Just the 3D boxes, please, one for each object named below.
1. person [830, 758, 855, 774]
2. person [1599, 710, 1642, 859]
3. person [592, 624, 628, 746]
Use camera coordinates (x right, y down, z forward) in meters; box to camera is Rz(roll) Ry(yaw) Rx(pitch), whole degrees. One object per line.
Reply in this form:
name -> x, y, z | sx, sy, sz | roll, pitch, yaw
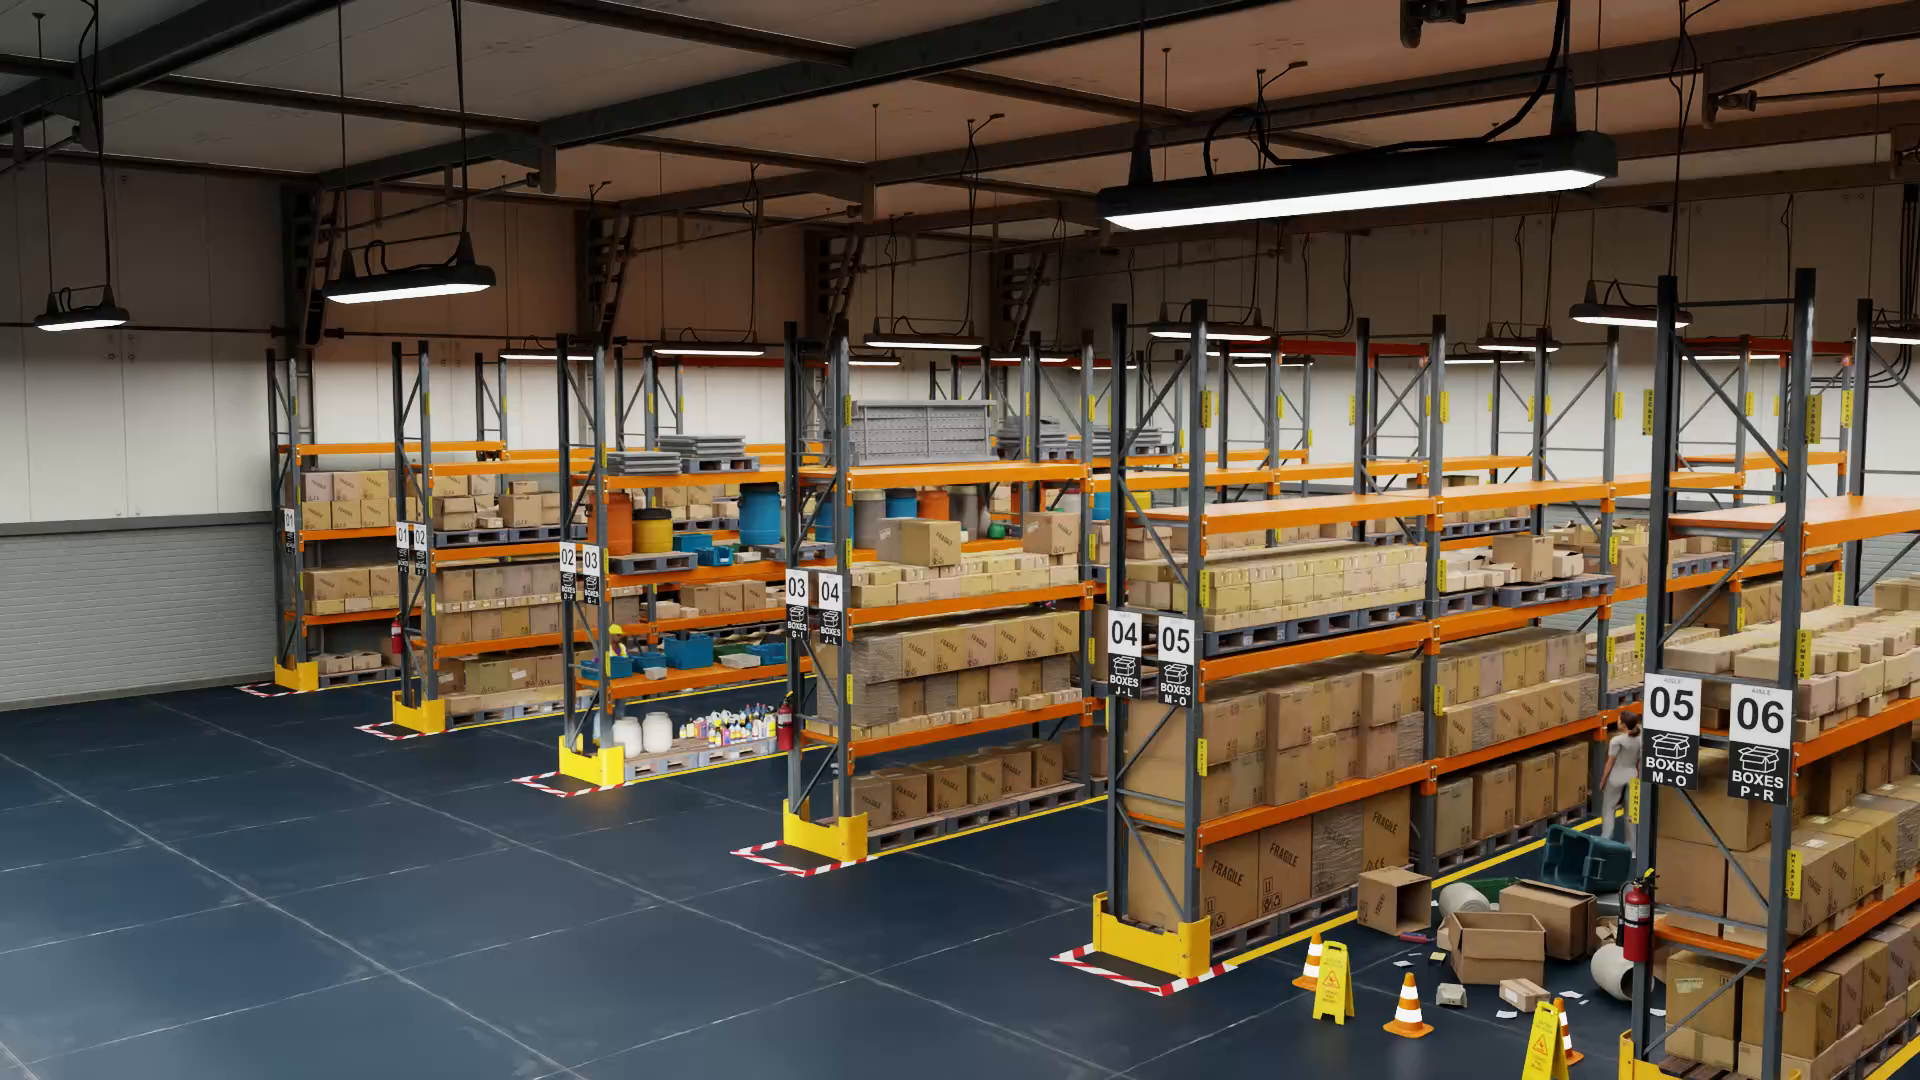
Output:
person -> -1.596, 2.289, 22.964 | 0.435, 1.808, 0.592 | 2, 5, 19
person -> 7.398, 2.862, 18.601 | 0.511, 1.431, 0.425 | 0, 5, 2
person -> -5.188, 2.147, 24.771 | 0.430, 1.769, 0.707 | 5, 7, 43
